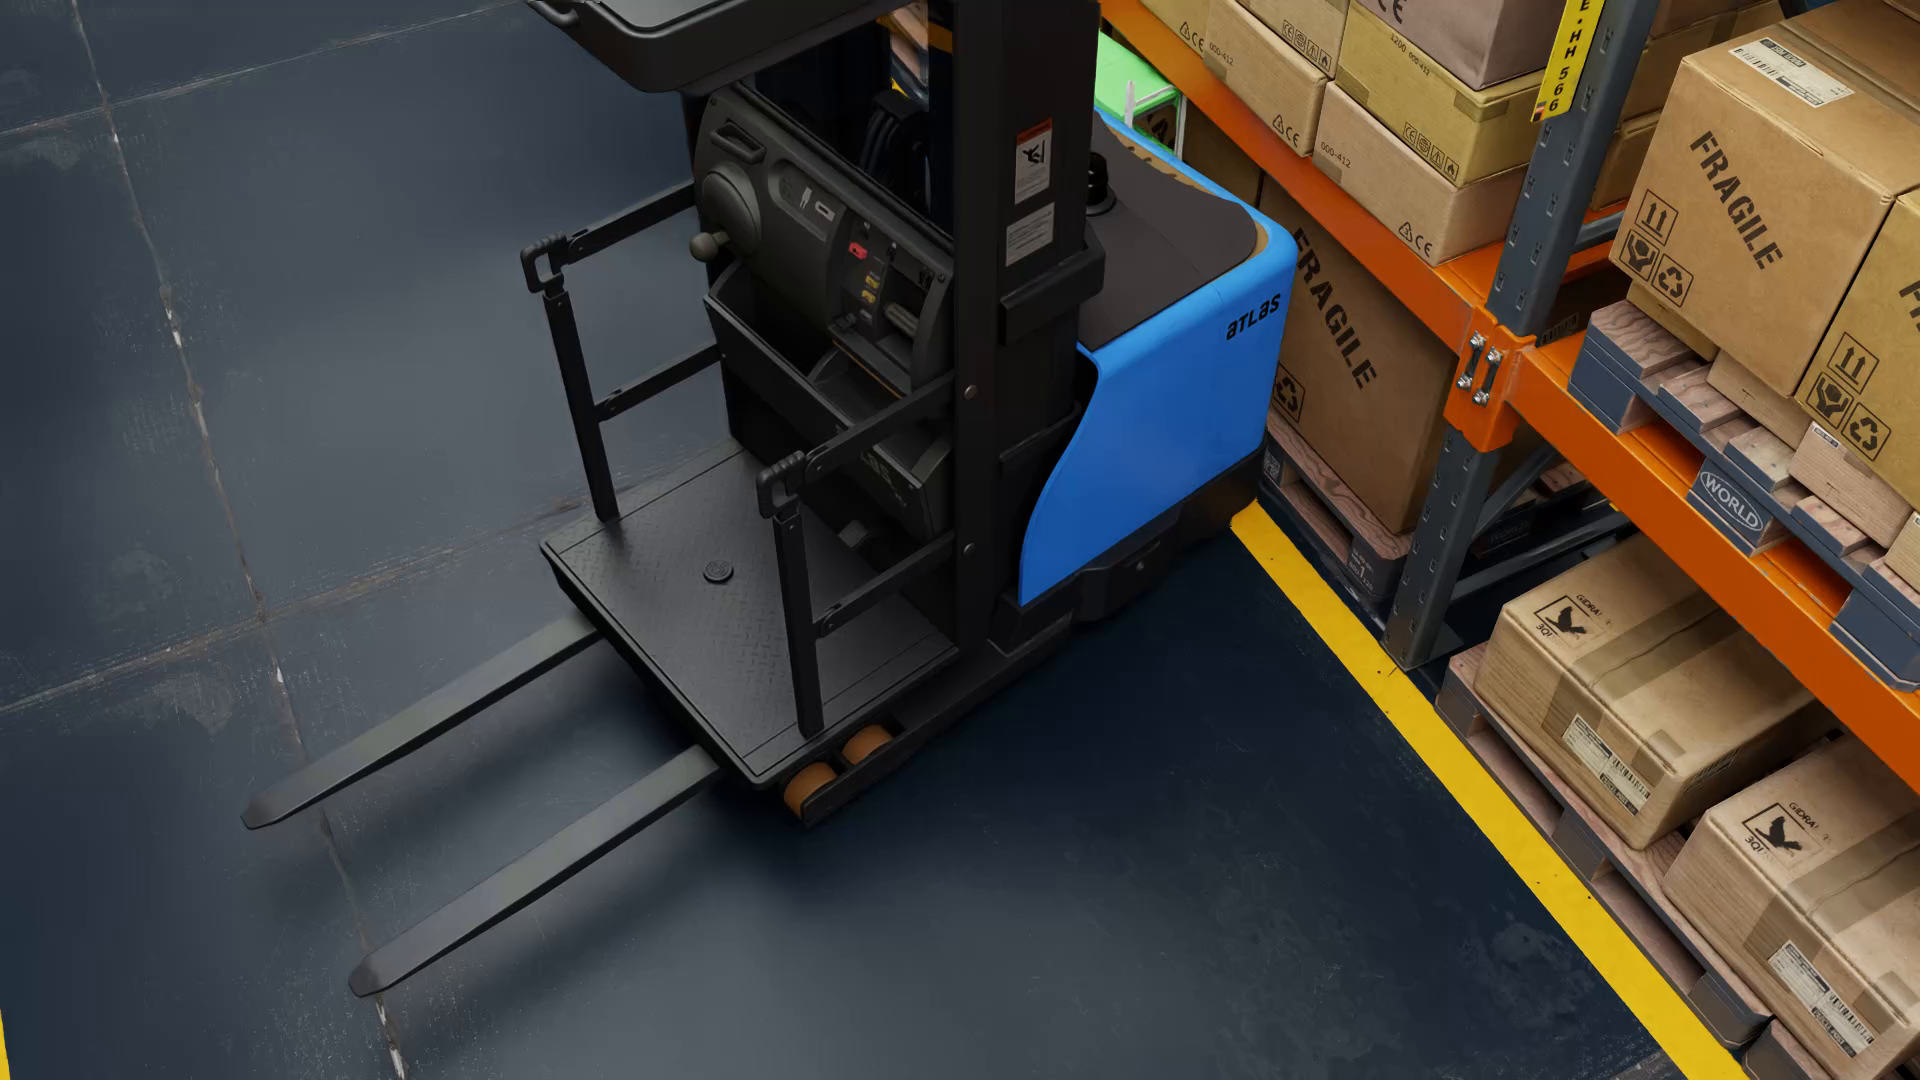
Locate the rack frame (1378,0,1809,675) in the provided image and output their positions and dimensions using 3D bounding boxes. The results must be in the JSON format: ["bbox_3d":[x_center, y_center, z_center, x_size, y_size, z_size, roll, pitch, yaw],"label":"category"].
[{"bbox_3d":[1.725,-0.805,3.961,1.000,3.000,0.127,-21,52,-18],"label":"rack frame"}]

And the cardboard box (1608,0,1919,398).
[{"bbox_3d":[1.726,-0.693,3.320,0.500,0.500,0.500,-23,53,-19],"label":"cardboard box"}]

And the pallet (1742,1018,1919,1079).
[{"bbox_3d":[2.636,1.452,3.840,1.003,0.211,1.213,-21,52,-18],"label":"pallet"}]

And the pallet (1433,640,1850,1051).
[{"bbox_3d":[2.082,0.637,4.553,1.003,0.211,1.213,-21,52,-18],"label":"pallet"}]

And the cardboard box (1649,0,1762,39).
[{"bbox_3d":[1.717,-1.581,3.910,0.500,0.500,0.500,-23,53,-19],"label":"cardboard box"}]

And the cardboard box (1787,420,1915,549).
[{"bbox_3d":[1.893,-0.179,3.302,0.380,0.149,0.250,-24,53,-20],"label":"cardboard box"}]

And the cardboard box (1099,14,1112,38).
[{"bbox_3d":[0.670,-1.932,6.079,0.875,0.875,0.875,-20,52,-16],"label":"cardboard box"}]

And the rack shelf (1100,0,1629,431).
[{"bbox_3d":[0.810,-1.907,5.403,1.077,0.370,4.000,-21,52,-18],"label":"rack shelf"}]

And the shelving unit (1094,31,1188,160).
[{"bbox_3d":[0.448,-1.129,5.438,0.258,1.200,0.503,-30,55,-22],"label":"shelving unit"}]

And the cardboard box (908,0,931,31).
[{"bbox_3d":[0.250,-2.533,6.606,0.875,0.875,0.875,-20,52,-16],"label":"cardboard box"}]

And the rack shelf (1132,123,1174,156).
[{"bbox_3d":[0.444,-1.244,5.305,0.258,0.148,0.480,-30,55,-22],"label":"rack shelf"}]

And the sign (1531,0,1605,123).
[{"bbox_3d":[1.233,-0.993,3.356,0.100,0.325,0.005,-21,52,-18],"label":"sign"}]

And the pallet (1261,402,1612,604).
[{"bbox_3d":[1.432,-0.441,5.495,1.003,0.211,1.213,-21,52,-18],"label":"pallet"}]

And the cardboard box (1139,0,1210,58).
[{"bbox_3d":[0.799,-1.684,4.829,0.500,0.250,0.500,-22,52,-18],"label":"cardboard box"}]

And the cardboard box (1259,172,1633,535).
[{"bbox_3d":[1.483,-0.735,5.032,0.875,0.875,0.875,-22,52,-18],"label":"cardboard box"}]

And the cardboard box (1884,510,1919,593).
[{"bbox_3d":[2.000,0.012,3.135,0.380,0.149,0.250,-21,52,-17],"label":"cardboard box"}]

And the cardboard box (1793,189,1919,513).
[{"bbox_3d":[1.970,-0.347,3.018,0.500,0.500,0.500,-19,51,-16],"label":"cardboard box"}]

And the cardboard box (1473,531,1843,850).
[{"bbox_3d":[1.975,0.303,4.459,0.950,0.372,0.625,-24,53,-20],"label":"cardboard box"}]

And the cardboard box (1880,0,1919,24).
[{"bbox_3d":[2.181,-0.866,3.471,0.500,0.500,0.500,-23,53,-19],"label":"cardboard box"}]

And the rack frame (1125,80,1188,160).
[{"bbox_3d":[0.594,-0.983,5.308,0.240,1.200,0.015,-30,55,-22],"label":"rack frame"}]

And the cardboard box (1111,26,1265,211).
[{"bbox_3d":[1.079,-1.333,5.556,0.875,0.875,0.875,-21,52,-17],"label":"cardboard box"}]

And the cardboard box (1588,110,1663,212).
[{"bbox_3d":[1.725,-1.170,4.380,0.500,0.250,0.500,-22,52,-18],"label":"cardboard box"}]

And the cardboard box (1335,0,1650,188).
[{"bbox_3d":[1.278,-1.157,4.037,0.500,0.250,0.500,-21,52,-18],"label":"cardboard box"}]

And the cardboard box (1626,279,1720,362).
[{"bbox_3d":[1.709,-0.579,3.651,0.380,0.149,0.250,-24,53,-20],"label":"cardboard box"}]

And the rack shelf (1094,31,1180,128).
[{"bbox_3d":[0.440,-1.401,5.123,0.258,0.148,0.480,-30,55,-22],"label":"rack shelf"}]

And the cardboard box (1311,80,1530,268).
[{"bbox_3d":[1.263,-1.005,4.236,0.500,0.250,0.500,-23,53,-19],"label":"cardboard box"}]

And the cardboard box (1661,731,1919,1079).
[{"bbox_3d":[2.320,0.795,4.029,0.950,0.372,0.625,-22,52,-18],"label":"cardboard box"}]

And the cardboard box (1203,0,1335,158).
[{"bbox_3d":[1.015,-1.341,4.530,0.500,0.250,0.500,-20,52,-17],"label":"cardboard box"}]

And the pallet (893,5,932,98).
[{"bbox_3d":[0.315,-2.074,6.923,1.003,0.211,1.213,-21,52,-18],"label":"pallet"}]

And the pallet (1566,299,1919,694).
[{"bbox_3d":[2.146,-0.302,3.648,1.213,0.211,1.003,-21,52,-18],"label":"pallet"}]

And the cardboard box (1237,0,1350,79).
[{"bbox_3d":[1.040,-1.499,4.336,0.500,0.250,0.500,-22,53,-18],"label":"cardboard box"}]

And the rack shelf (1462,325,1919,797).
[{"bbox_3d":[2.641,0.770,3.061,1.077,0.370,4.000,-21,52,-18],"label":"rack shelf"}]

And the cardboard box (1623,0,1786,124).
[{"bbox_3d":[1.713,-1.344,4.201,0.500,0.250,0.500,-22,52,-18],"label":"cardboard box"}]

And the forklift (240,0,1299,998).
[{"bbox_3d":[-0.504,-0.645,3.867,3.031,2.935,1.130,-32,56,-25],"label":"forklift"}]

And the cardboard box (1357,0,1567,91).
[{"bbox_3d":[1.256,-1.423,3.771,0.500,0.500,0.500,-22,53,-18],"label":"cardboard box"}]

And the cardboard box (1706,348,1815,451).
[{"bbox_3d":[1.808,-0.378,3.476,0.380,0.149,0.250,-24,53,-20],"label":"cardboard box"}]
